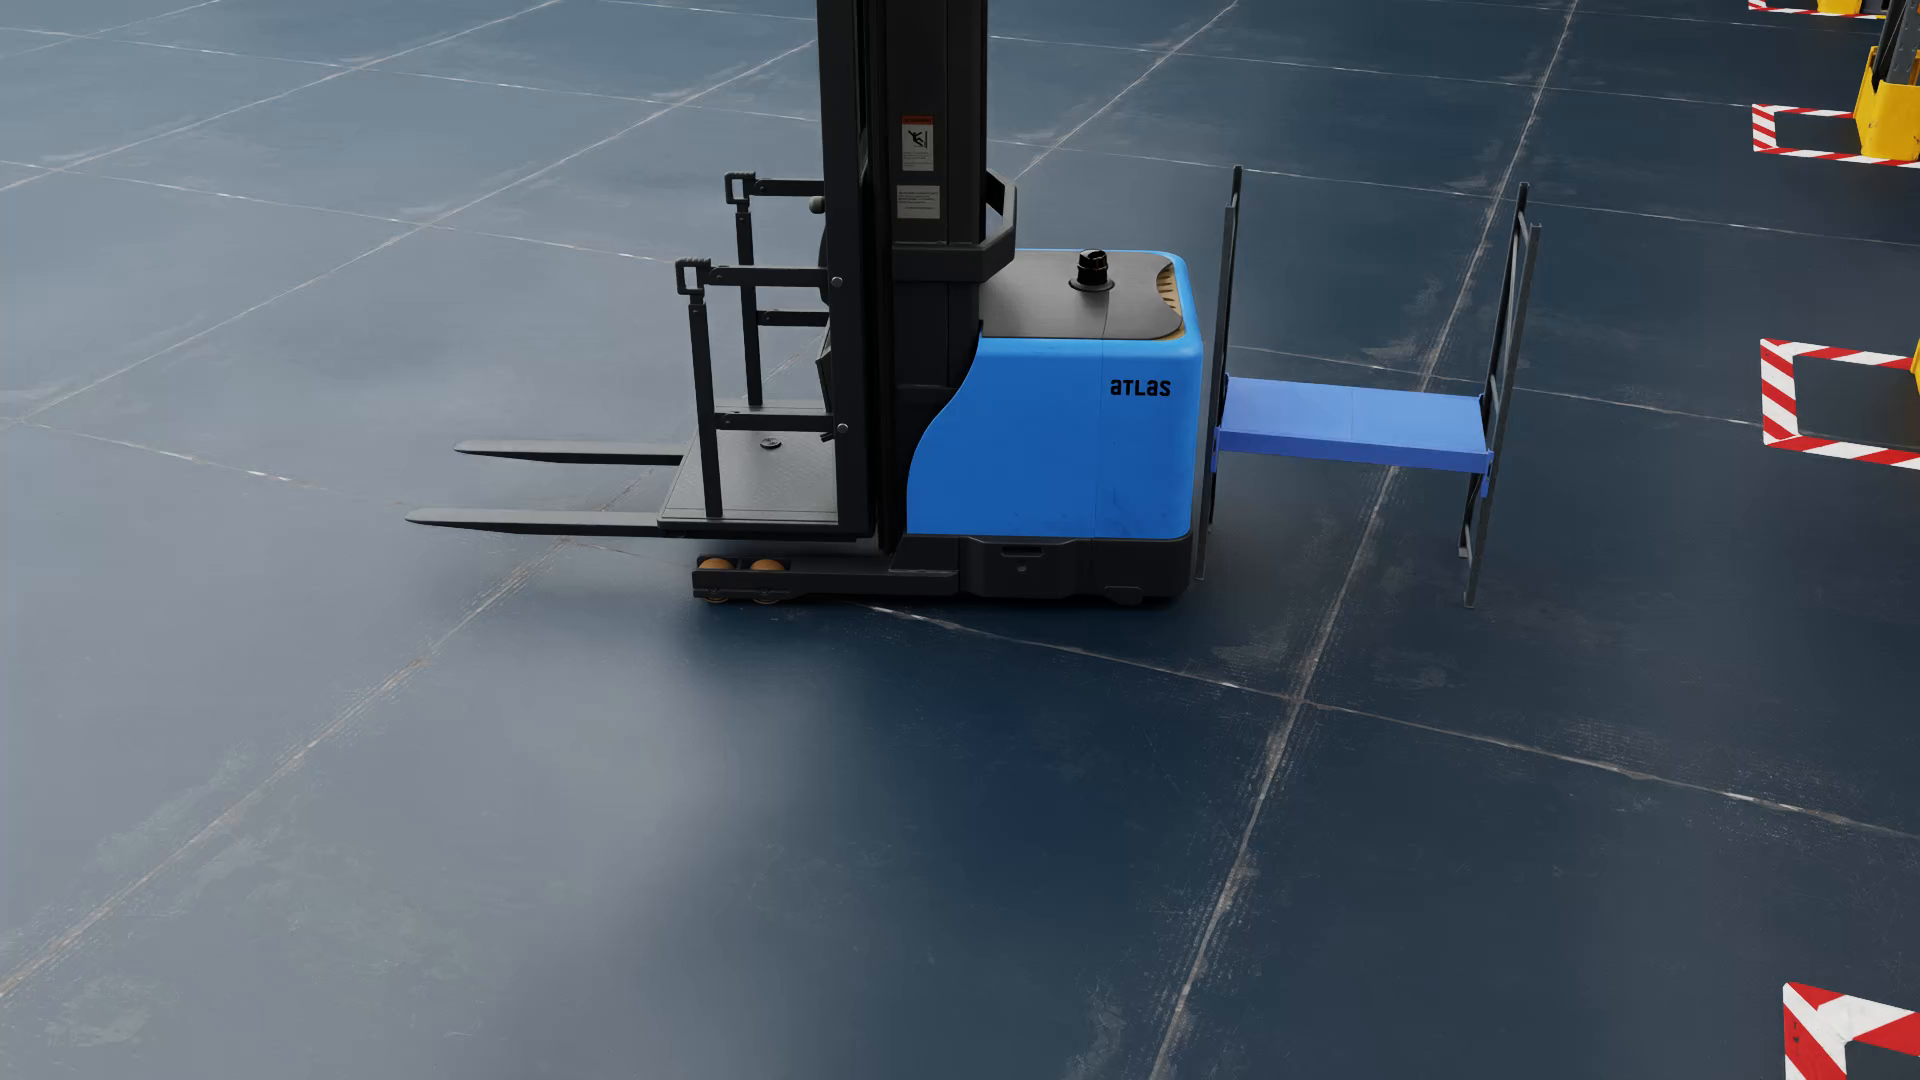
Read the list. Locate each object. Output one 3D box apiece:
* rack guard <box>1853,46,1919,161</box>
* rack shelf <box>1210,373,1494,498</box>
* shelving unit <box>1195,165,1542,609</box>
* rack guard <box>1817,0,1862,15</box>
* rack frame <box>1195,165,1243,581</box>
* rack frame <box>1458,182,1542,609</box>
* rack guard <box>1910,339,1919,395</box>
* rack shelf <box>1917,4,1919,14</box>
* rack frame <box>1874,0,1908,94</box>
[{"bbox_3d":[6.563,-3.079,11.690,0.348,0.500,1.175,11,31,19],"label":"rack guard"},{"bbox_3d":[1.479,-0.407,6.312,1.000,0.185,0.538,6,30,10],"label":"rack shelf"},{"bbox_3d":[1.479,-0.564,6.224,1.048,1.500,0.538,6,30,10],"label":"shelving unit"},{"bbox_3d":[8.319,-5.334,15.679,0.348,0.500,1.175,11,31,19],"label":"rack guard"},{"bbox_3d":[0.981,-0.615,6.314,0.032,1.500,0.500,6,30,10],"label":"rack frame"},{"bbox_3d":[1.977,-0.513,6.133,0.032,1.500,0.500,6,30,10],"label":"rack frame"},{"bbox_3d":[4.683,-0.799,7.656,0.348,0.500,1.175,11,31,19],"label":"rack guard"},{"bbox_3d":[8.328,-3.477,10.584,4.000,0.370,1.077,11,31,19],"label":"rack shelf"},{"bbox_3d":[6.474,-4.159,11.059,0.053,2.616,0.949,11,31,19],"label":"rack frame"}]
